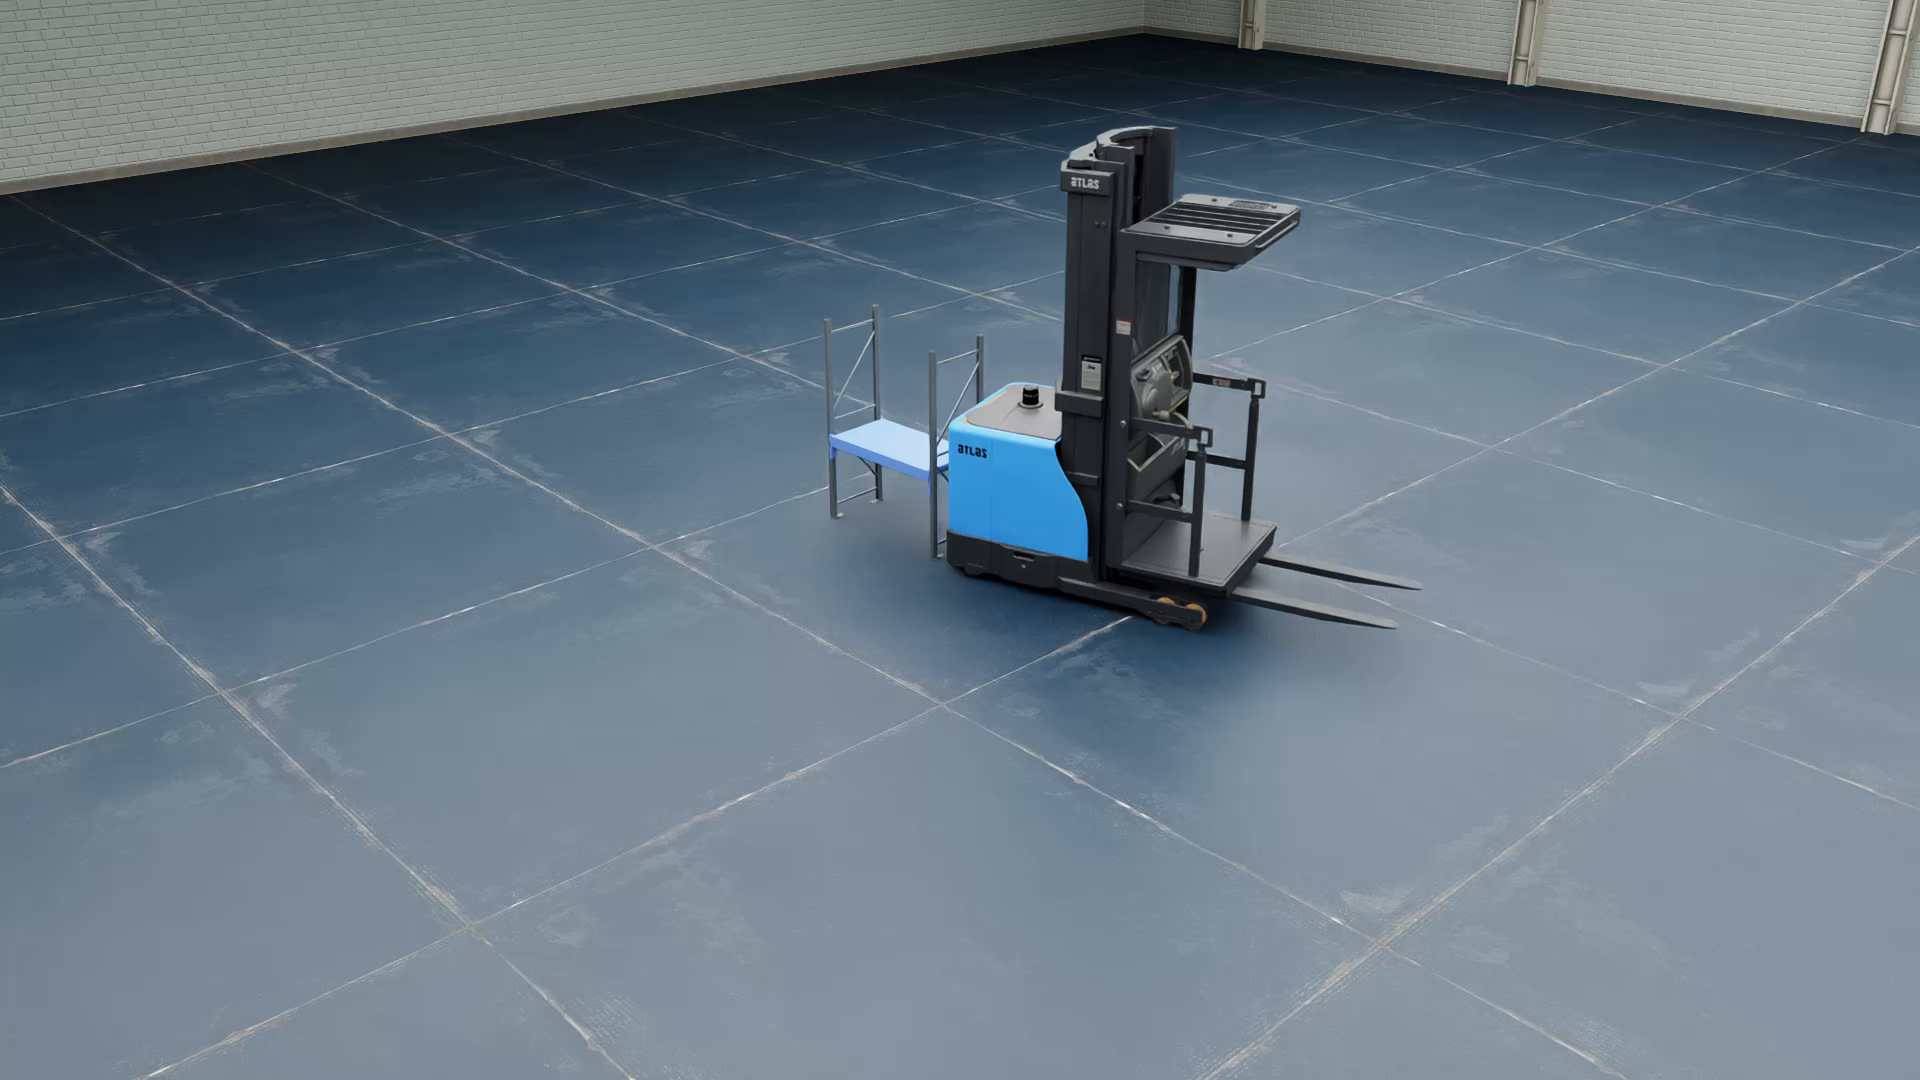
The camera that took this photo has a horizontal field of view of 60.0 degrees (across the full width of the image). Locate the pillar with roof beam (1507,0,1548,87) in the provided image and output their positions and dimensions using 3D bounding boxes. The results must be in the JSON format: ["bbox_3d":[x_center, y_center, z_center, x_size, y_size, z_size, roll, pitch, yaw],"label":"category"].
[{"bbox_3d":[6.794,-10.935,24.877,9.100,9.000,0.400,-21,32,-38],"label":"pillar with roof beam"}]

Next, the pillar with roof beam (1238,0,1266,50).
[{"bbox_3d":[2.693,-12.753,28.862,9.100,9.000,0.400,-21,32,-38],"label":"pillar with roof beam"}]

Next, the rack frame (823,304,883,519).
[{"bbox_3d":[-0.760,-0.912,11.941,0.032,1.500,0.500,21,32,39],"label":"rack frame"}]

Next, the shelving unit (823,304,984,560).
[{"bbox_3d":[-0.391,-0.766,11.623,1.048,1.500,0.538,21,32,39],"label":"shelving unit"}]

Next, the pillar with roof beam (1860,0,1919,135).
[{"bbox_3d":[10.895,-9.117,20.893,9.100,9.000,0.400,-21,32,-38],"label":"pillar with roof beam"}]

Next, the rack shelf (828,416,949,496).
[{"bbox_3d":[-0.391,-0.603,11.697,1.000,0.185,0.538,21,32,39],"label":"rack shelf"}]

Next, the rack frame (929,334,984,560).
[{"bbox_3d":[-0.023,-0.621,11.304,0.032,1.500,0.500,21,32,39],"label":"rack frame"}]

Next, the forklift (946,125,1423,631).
[{"bbox_3d":[1.455,-1.013,10.439,3.031,2.935,1.130,12,27,25],"label":"forklift"}]
